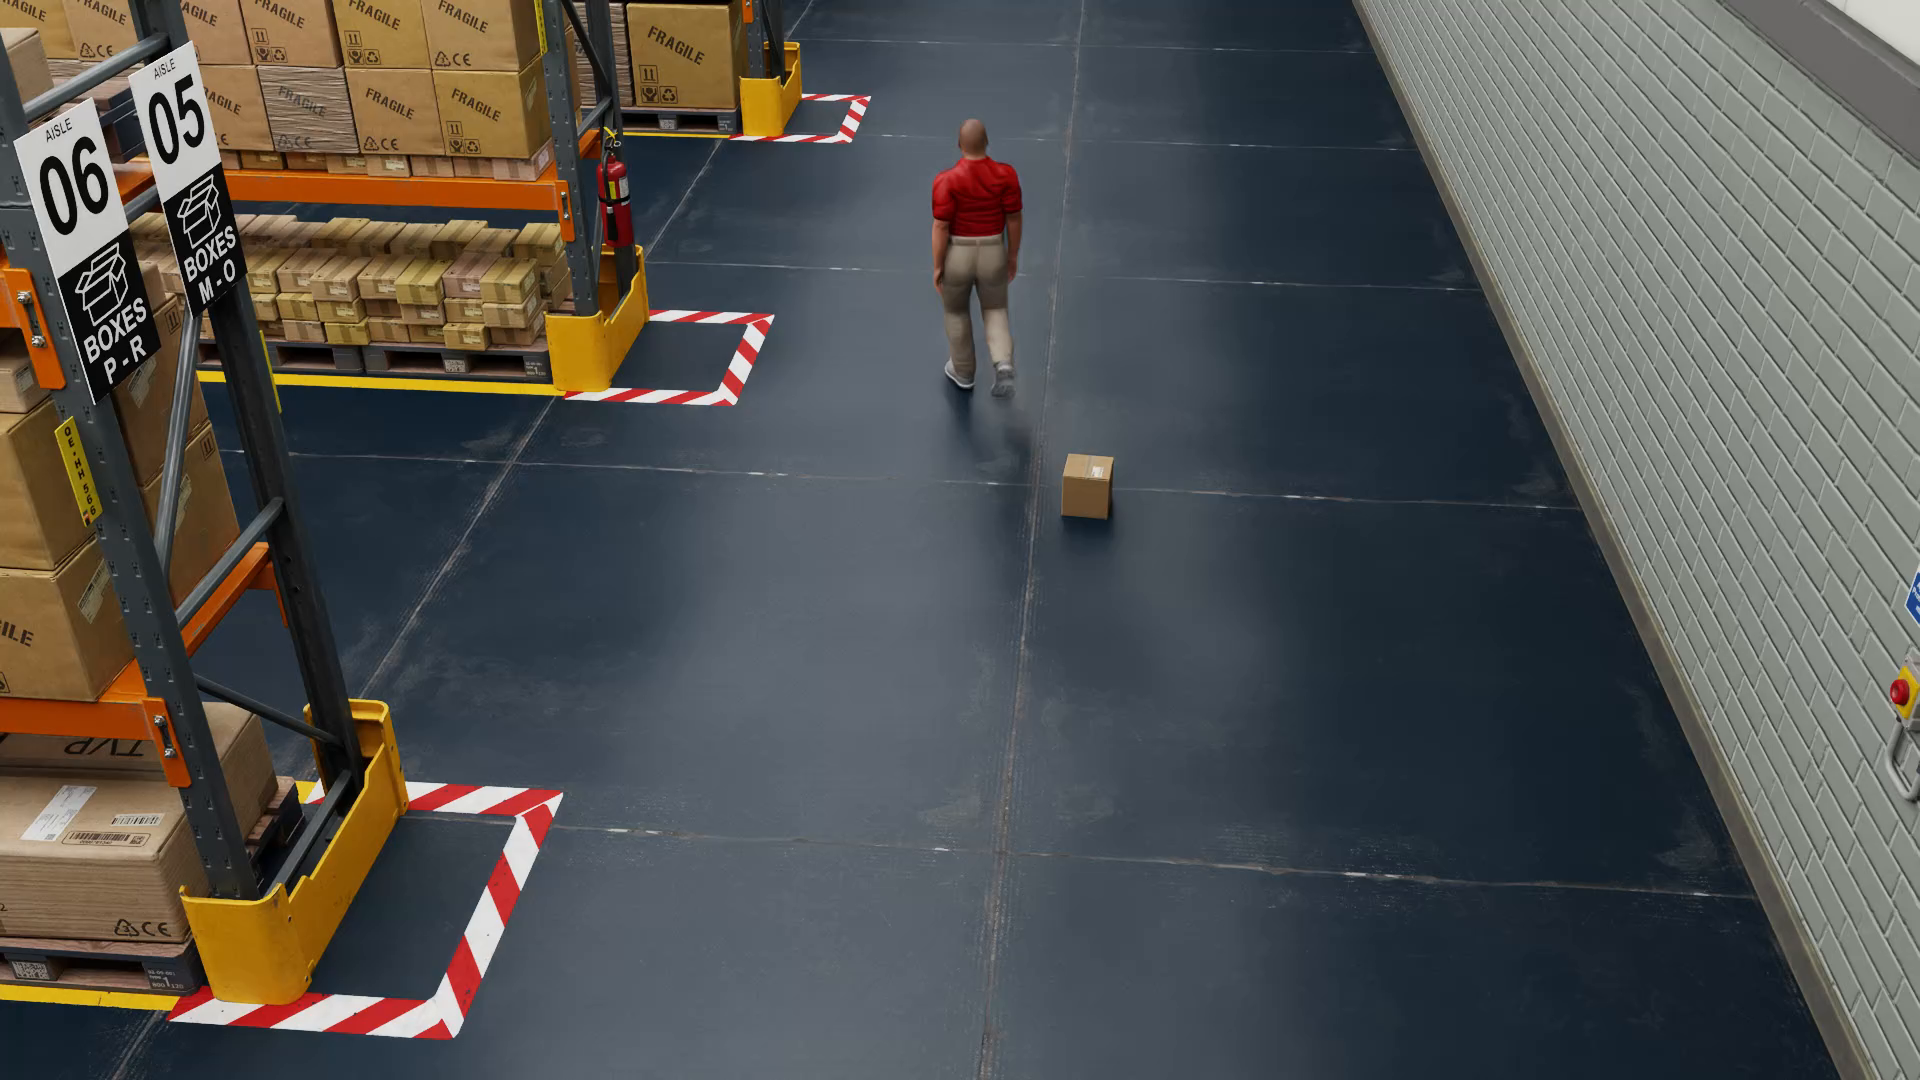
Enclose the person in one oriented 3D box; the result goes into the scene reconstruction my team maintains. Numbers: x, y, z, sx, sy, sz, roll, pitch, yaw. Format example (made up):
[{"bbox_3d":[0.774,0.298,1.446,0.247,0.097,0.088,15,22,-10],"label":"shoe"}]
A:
[{"bbox_3d":[0.098,-1.643,9.775,0.539,1.696,0.694,-7,32,-10],"label":"person"}]
